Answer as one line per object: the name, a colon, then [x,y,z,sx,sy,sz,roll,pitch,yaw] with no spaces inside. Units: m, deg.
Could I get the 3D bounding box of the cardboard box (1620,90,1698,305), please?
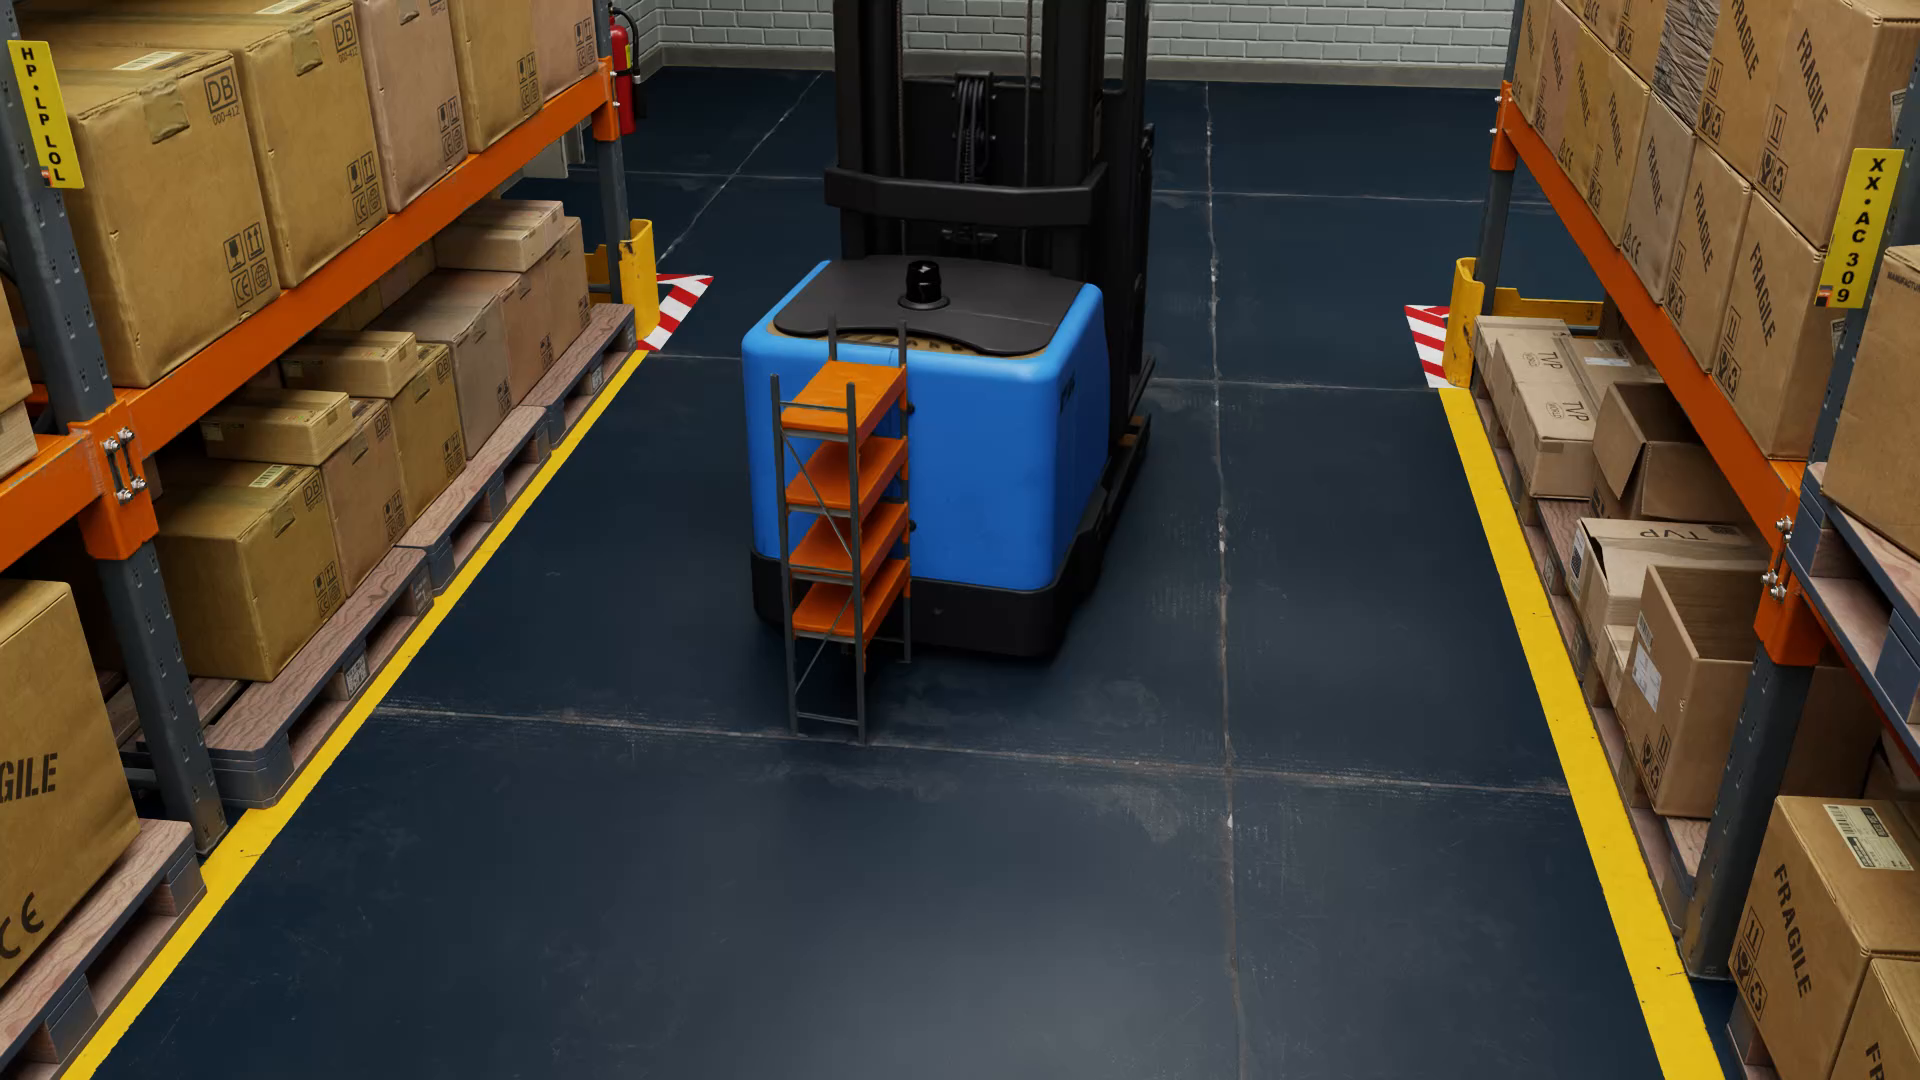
cardboard box: [2.268,-0.990,4.819,0.500,0.500,0.500,4,29,7]

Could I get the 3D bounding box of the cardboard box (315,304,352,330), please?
cardboard box: [-2.442,-0.769,6.023,0.380,0.149,0.250,3,28,5]

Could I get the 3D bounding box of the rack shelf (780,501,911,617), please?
rack shelf: [-0.340,0.036,5.059,0.258,0.148,0.480,7,29,13]

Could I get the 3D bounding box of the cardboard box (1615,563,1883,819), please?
cardboard box: [2.128,0.411,4.495,0.500,0.500,0.500,3,28,6]

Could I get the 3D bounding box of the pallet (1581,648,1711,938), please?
pallet: [2.424,0.694,4.740,1.003,0.211,1.213,3,28,6]

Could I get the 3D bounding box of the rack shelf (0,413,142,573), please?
rack shelf: [-2.823,0.761,2.433,1.077,0.370,4.000,3,28,6]

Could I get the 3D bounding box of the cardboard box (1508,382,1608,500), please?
cardboard box: [2.359,-0.367,6.203,0.500,0.250,0.500,3,28,6]

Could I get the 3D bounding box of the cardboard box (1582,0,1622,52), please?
cardboard box: [2.391,-1.903,5.459,0.500,0.500,0.500,4,29,7]

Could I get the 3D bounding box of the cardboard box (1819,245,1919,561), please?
cardboard box: [2.059,-0.230,2.965,0.700,0.500,0.500,-6,29,-11]

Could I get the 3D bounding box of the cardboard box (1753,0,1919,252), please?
cardboard box: [2.144,-0.948,3.687,0.500,0.500,0.500,3,29,6]

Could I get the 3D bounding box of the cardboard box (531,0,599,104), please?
cardboard box: [-2.140,-2.271,6.987,0.980,0.700,0.700,5,29,9]

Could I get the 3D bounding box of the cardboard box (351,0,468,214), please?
cardboard box: [-2.321,-1.570,5.685,0.980,0.700,0.700,2,28,4]

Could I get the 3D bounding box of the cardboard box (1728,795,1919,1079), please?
cardboard box: [2.038,0.910,3.571,0.500,0.500,0.500,2,28,4]

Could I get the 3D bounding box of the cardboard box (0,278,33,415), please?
cardboard box: [-2.384,-0.449,3.480,0.500,0.500,0.500,3,28,5]

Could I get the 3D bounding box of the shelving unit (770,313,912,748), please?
shelving unit: [-0.340,-0.023,5.027,0.258,1.200,0.503,7,29,13]

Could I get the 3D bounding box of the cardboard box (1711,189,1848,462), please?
cardboard box: [2.146,-0.505,3.919,0.500,0.500,0.500,4,29,7]

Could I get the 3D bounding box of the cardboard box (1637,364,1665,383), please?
cardboard box: [2.868,-0.584,6.695,0.380,0.166,0.250,3,28,6]

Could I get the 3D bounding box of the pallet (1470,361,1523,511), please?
pallet: [2.723,-0.455,6.872,1.003,0.211,1.213,3,28,6]

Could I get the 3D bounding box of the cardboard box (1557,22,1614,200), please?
cardboard box: [2.391,-1.465,5.701,0.500,0.500,0.500,3,28,6]

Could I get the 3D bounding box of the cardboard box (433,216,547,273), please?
cardboard box: [-1.939,-1.223,6.866,0.380,0.149,0.250,4,29,8]

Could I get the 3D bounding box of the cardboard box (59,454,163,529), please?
cardboard box: [-2.599,-0.156,4.886,0.380,0.149,0.250,3,28,6]

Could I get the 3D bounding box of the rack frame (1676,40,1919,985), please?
rack frame: [2.339,-0.211,3.479,1.000,3.000,0.127,3,28,6]

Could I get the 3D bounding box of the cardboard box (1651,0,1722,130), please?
cardboard box: [2.266,-1.427,4.576,0.500,0.500,0.500,4,29,7]

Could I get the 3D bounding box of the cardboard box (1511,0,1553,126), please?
cardboard box: [2.513,-1.944,6.590,0.500,0.500,0.500,4,29,7]

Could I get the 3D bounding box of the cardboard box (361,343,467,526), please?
cardboard box: [-2.254,-0.405,6.032,0.700,0.500,0.500,4,29,7]

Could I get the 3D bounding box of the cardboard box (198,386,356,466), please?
cardboard box: [-2.161,-0.363,5.271,0.380,0.149,0.250,4,29,8]

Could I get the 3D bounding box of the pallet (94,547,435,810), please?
pallet: [-2.407,0.377,5.327,1.003,0.211,1.213,3,28,6]

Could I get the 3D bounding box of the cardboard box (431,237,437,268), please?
cardboard box: [-2.318,-1.246,6.910,0.380,0.149,0.250,3,29,6]

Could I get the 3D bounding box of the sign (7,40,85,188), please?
sign: [-2.038,-0.945,3.704,0.100,0.325,0.005,3,28,6]

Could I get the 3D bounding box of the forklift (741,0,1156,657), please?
forklift: [0.170,-1.594,6.119,1.130,2.935,3.031,7,29,13]

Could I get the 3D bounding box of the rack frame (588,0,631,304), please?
rack frame: [-2.087,-2.380,7.505,1.000,3.000,0.127,3,28,6]

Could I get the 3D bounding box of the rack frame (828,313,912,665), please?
rack frame: [-0.278,-0.135,5.235,0.240,1.200,0.015,7,29,13]

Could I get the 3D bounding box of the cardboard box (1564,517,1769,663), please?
cardboard box: [2.219,0.142,5.196,0.500,0.311,0.500,3,28,6]

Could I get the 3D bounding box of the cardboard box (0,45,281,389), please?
cardboard box: [-2.495,-0.883,4.411,0.980,0.700,0.700,4,29,7]

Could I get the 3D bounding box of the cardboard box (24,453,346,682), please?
cardboard box: [-2.384,0.073,5.145,0.700,0.500,0.500,4,29,7]

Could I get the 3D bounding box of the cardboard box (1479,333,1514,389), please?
cardboard box: [2.406,-0.745,6.994,0.380,0.166,0.250,3,28,6]

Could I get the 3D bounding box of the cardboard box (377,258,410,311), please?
cardboard box: [-2.380,-1.009,6.469,0.380,0.149,0.250,4,29,7]

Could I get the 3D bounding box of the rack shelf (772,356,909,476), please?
rack shelf: [-0.340,-0.369,4.841,0.258,0.148,0.480,7,29,13]

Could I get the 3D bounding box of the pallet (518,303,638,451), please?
pallet: [-2.108,-0.771,7.459,1.003,0.211,1.213,3,28,6]

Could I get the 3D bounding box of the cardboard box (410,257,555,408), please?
cardboard box: [-2.135,-0.893,6.938,0.700,0.500,0.500,3,28,6]

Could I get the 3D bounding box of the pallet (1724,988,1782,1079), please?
pallet: [2.277,1.402,3.425,1.003,0.211,1.213,3,28,6]

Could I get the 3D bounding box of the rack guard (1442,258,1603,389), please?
rack guard: [2.820,-0.957,7.500,1.175,0.500,0.348,3,28,6]

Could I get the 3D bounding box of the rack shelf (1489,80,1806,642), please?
rack shelf: [2.584,-0.835,5.397,1.077,0.370,4.000,3,28,6]
